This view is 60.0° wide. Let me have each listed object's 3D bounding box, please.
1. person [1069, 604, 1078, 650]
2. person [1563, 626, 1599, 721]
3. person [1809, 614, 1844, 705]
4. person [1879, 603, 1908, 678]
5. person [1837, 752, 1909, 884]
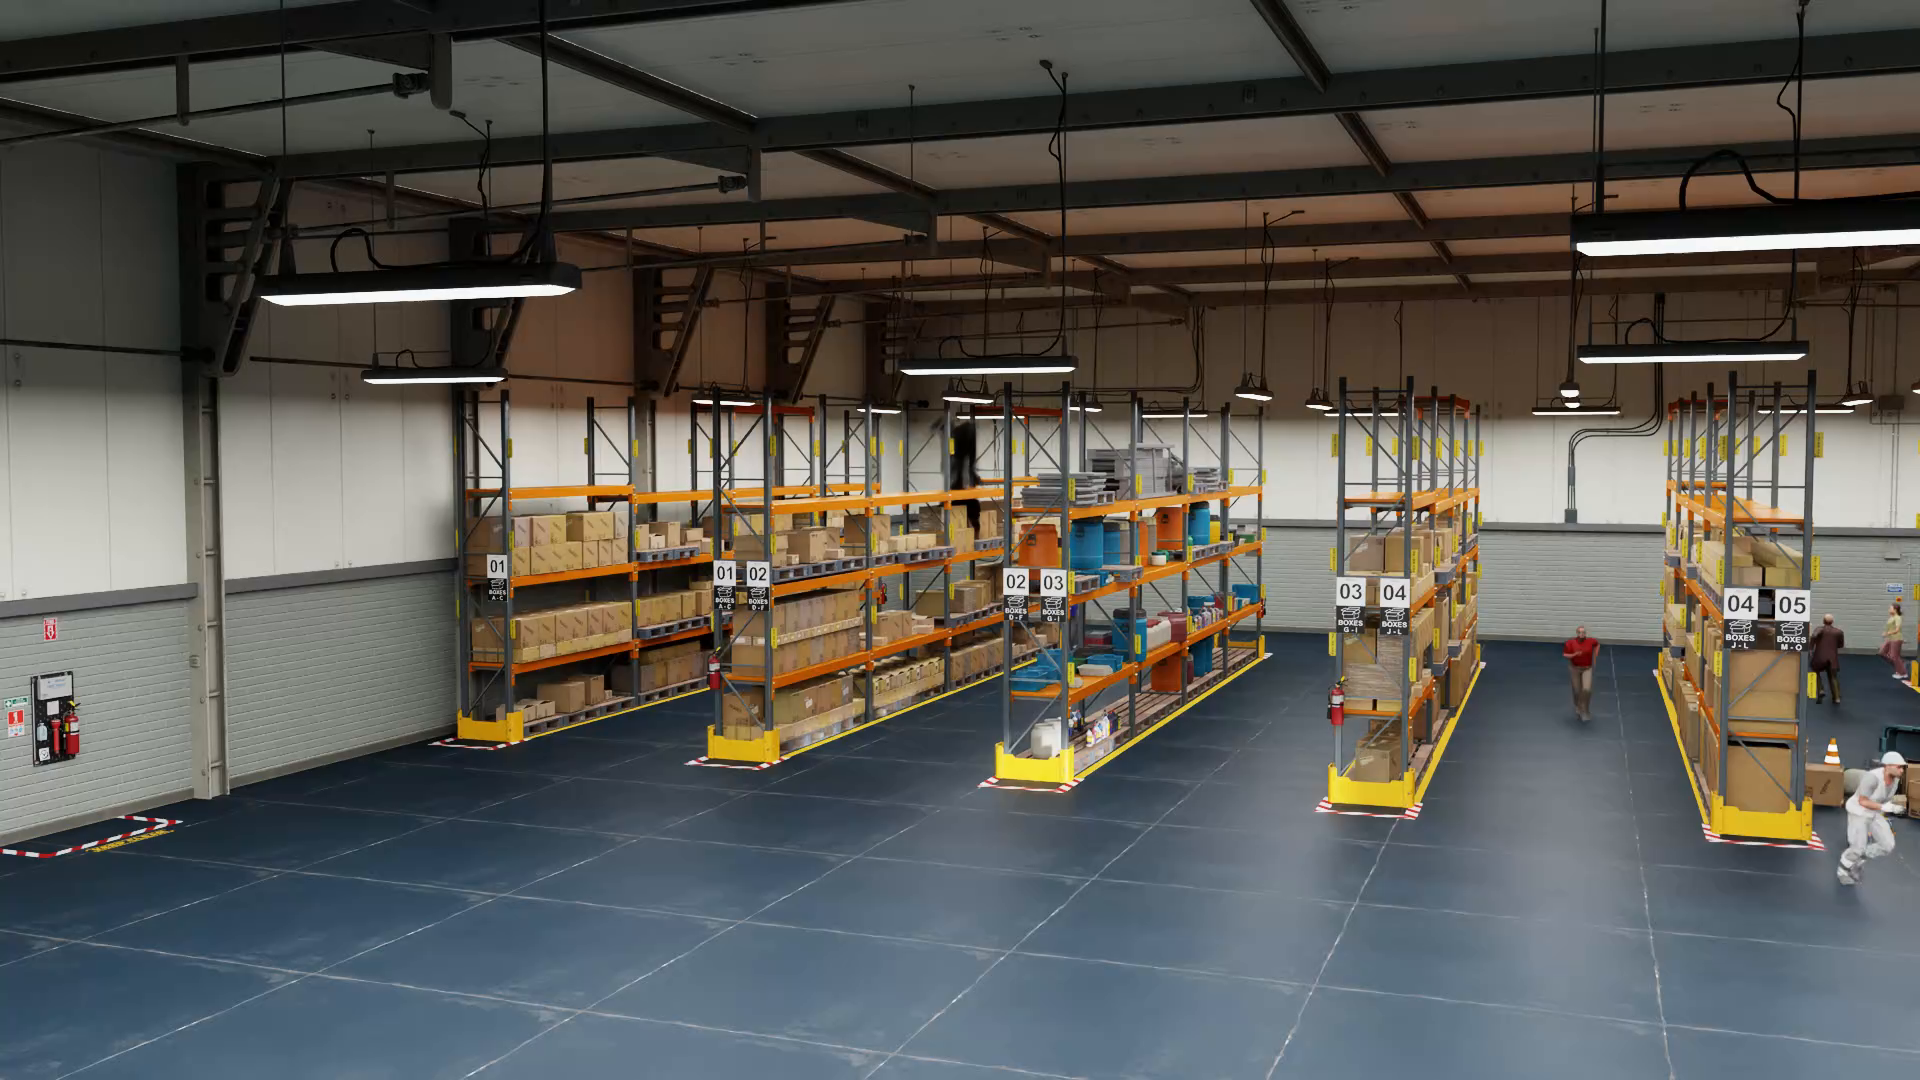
[{"bbox_3d":[2.475,1.854,37.351,0.563,1.614,0.536,1,3,11],"label":"person"},{"bbox_3d":[11.468,2.476,30.717,0.632,1.795,0.852,1,3,20],"label":"person"},{"bbox_3d":[16.807,2.378,32.300,0.724,1.711,0.952,1,3,11],"label":"person"},{"bbox_3d":[20.343,2.189,36.250,0.625,1.624,0.561,1,3,12],"label":"person"},{"bbox_3d":[10.375,3.154,18.832,0.701,1.608,0.895,-1,3,-21],"label":"person"}]
